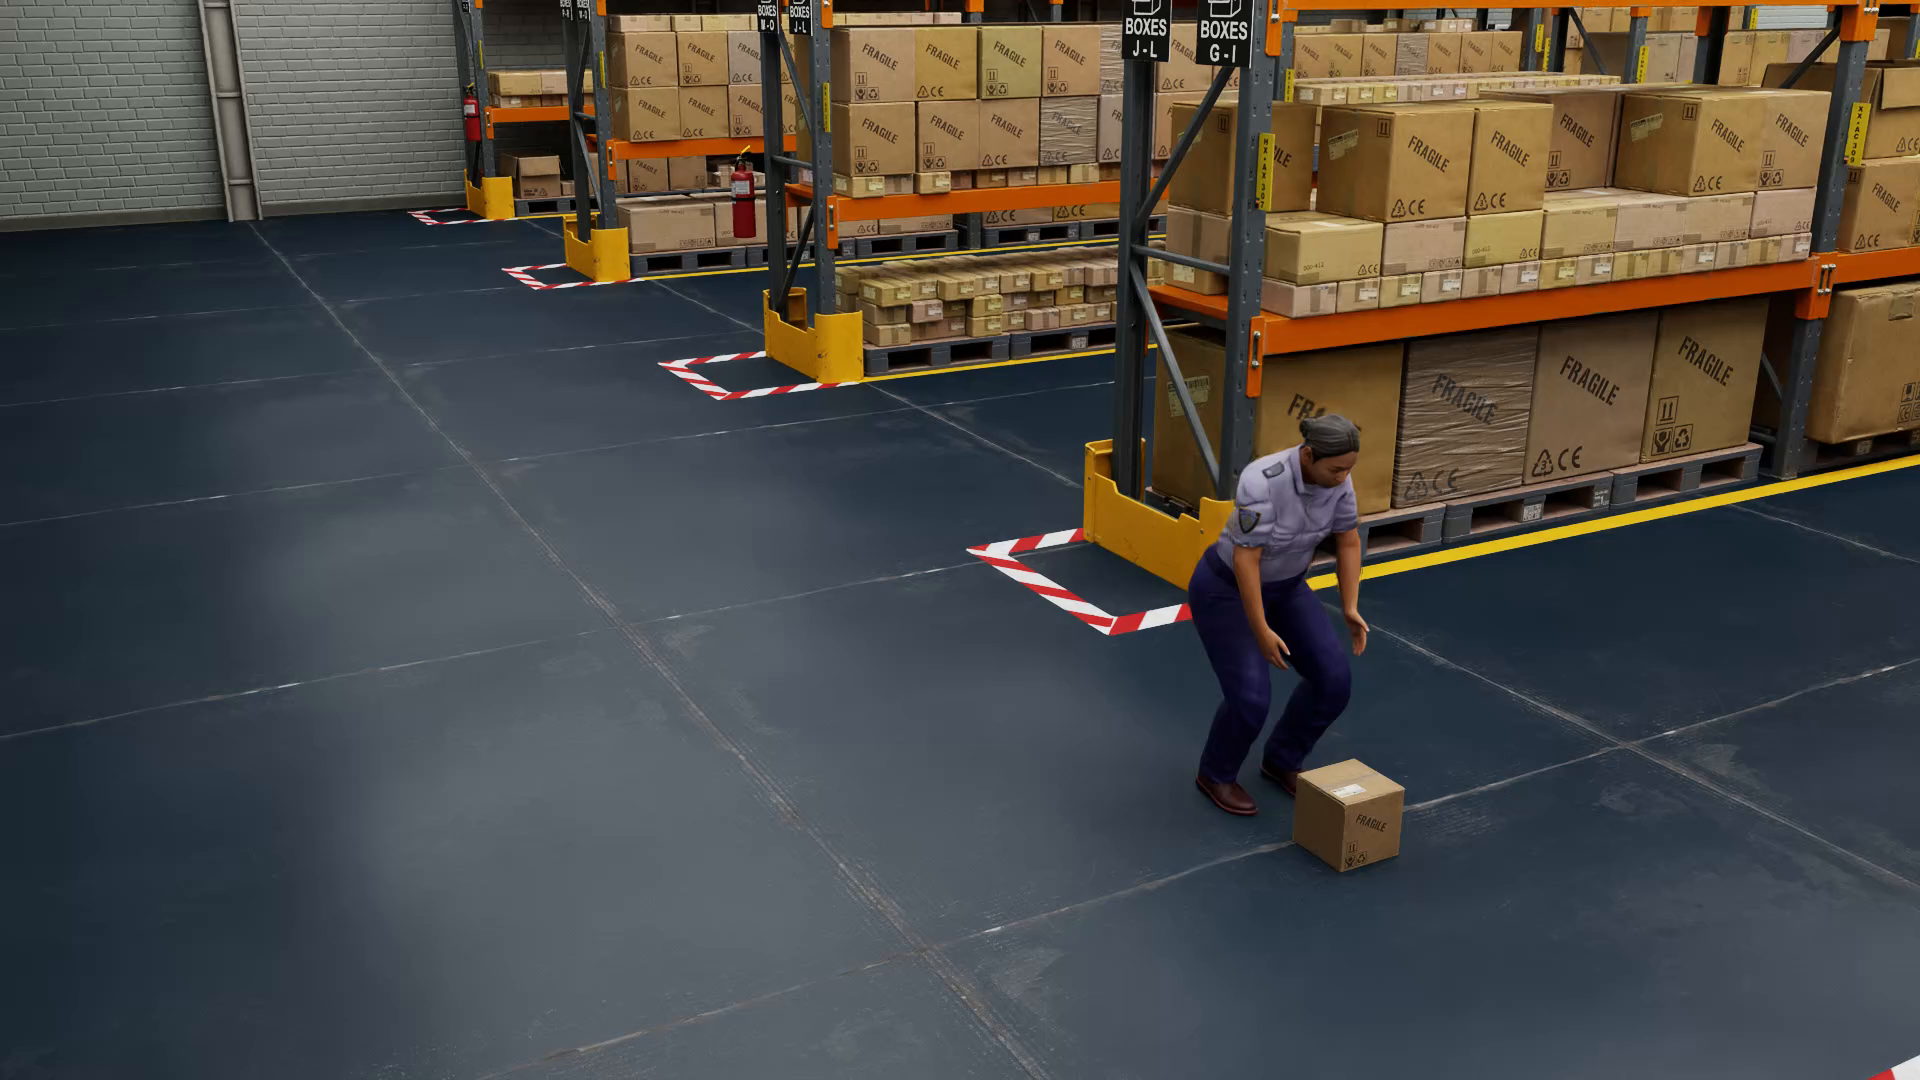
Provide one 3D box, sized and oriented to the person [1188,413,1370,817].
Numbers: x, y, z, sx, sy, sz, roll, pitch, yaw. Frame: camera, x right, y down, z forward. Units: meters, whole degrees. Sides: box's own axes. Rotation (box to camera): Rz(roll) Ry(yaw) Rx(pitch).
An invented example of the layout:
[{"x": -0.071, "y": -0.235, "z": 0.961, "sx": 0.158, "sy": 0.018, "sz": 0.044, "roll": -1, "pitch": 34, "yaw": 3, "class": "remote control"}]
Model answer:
[{"x": 1.122, "y": 0.238, "z": 5.732, "sx": 0.530, "sy": 1.433, "sz": 0.538, "roll": -10, "pitch": 21, "yaw": -26, "class": "person"}]
